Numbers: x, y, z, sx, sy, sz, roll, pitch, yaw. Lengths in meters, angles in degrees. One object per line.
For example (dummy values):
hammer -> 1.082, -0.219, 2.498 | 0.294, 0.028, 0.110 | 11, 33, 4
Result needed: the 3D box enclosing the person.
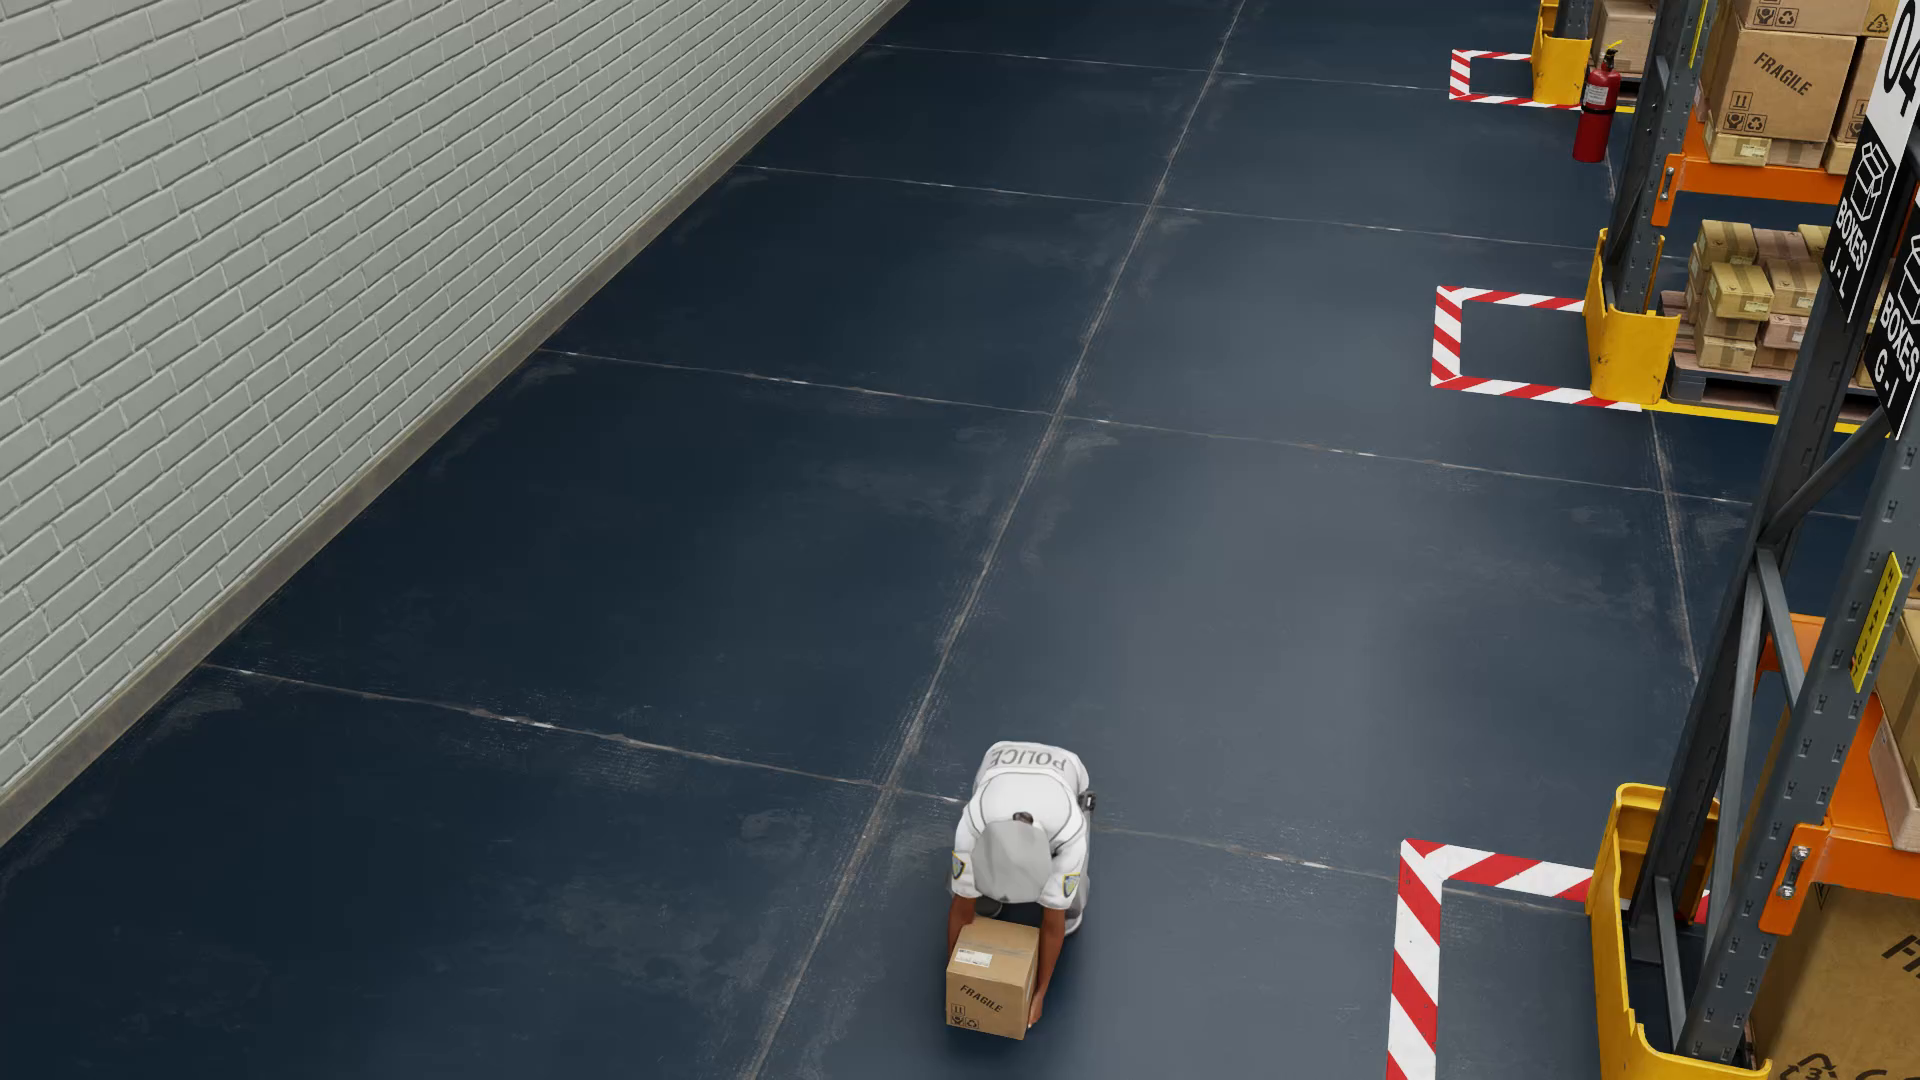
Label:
person -> 0.197, 1.042, 5.415 | 0.473, 0.852, 0.895 | 8, 34, 12
